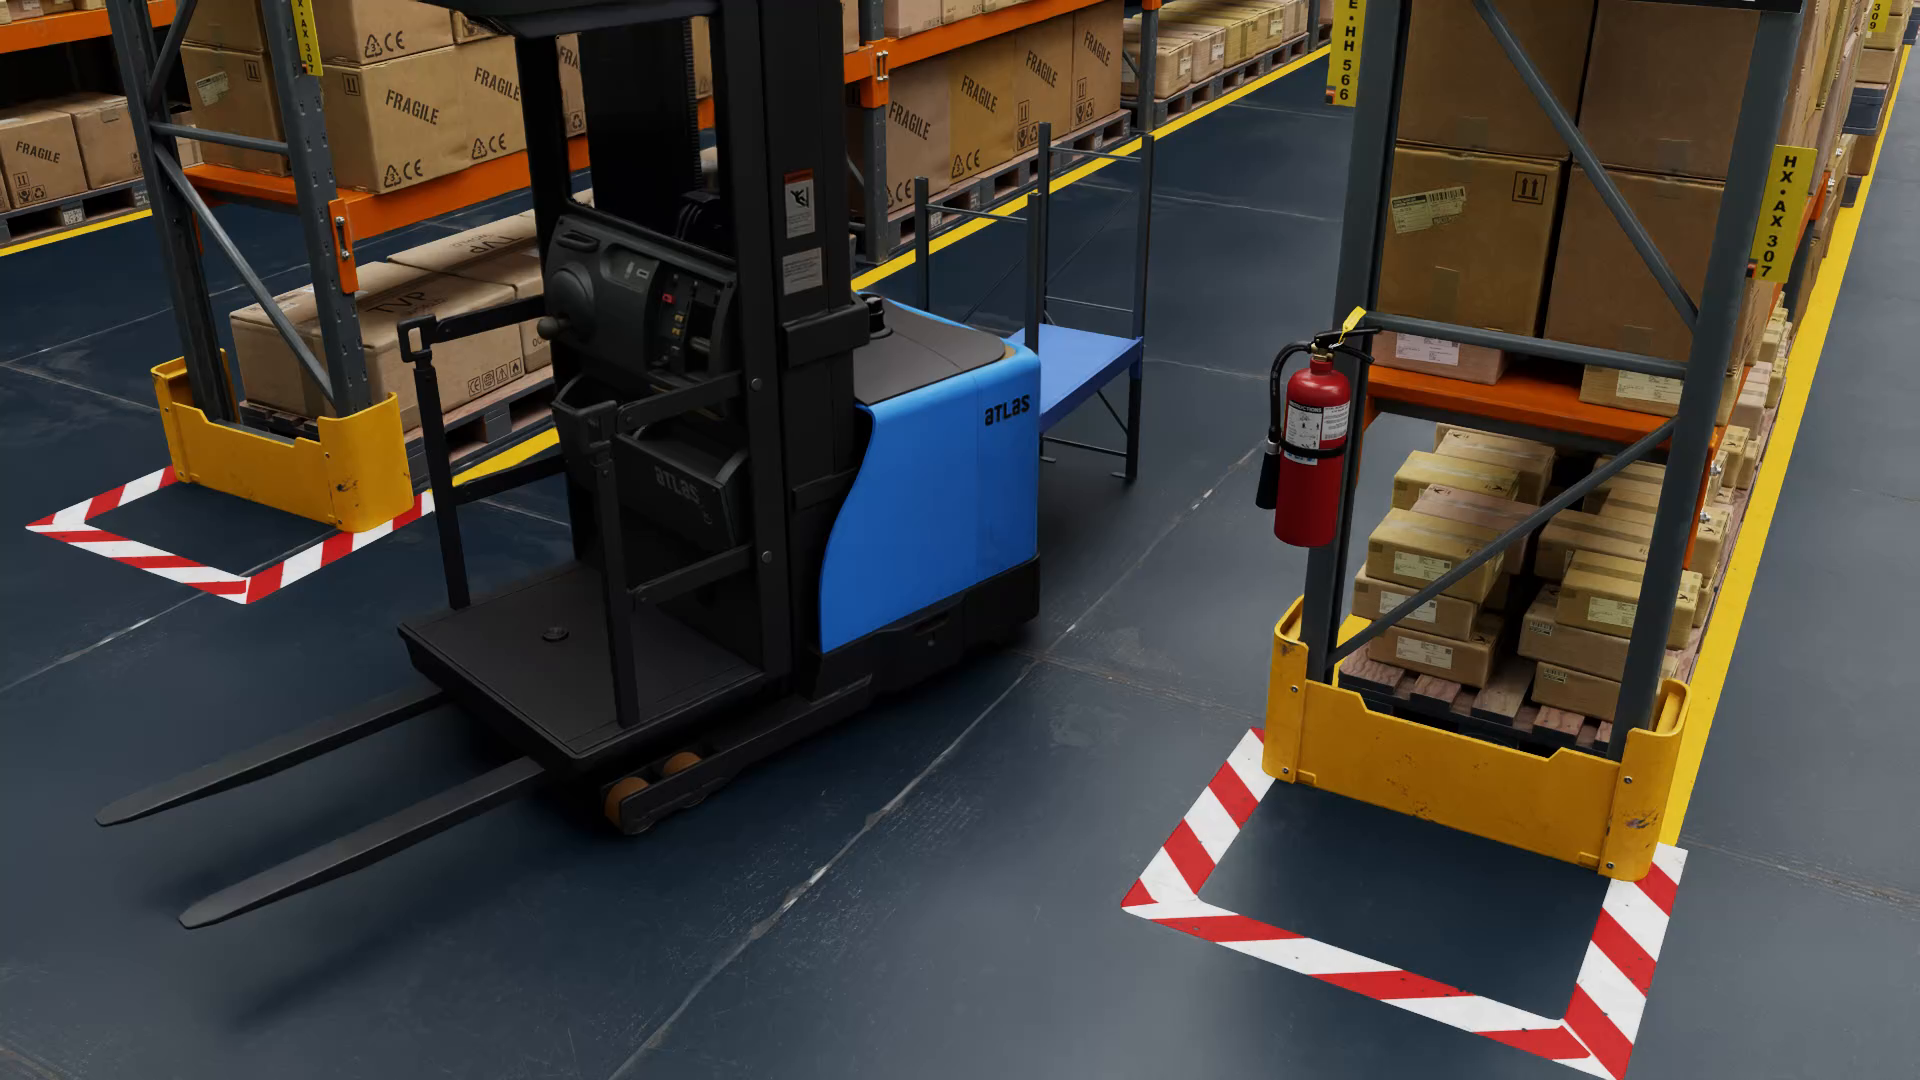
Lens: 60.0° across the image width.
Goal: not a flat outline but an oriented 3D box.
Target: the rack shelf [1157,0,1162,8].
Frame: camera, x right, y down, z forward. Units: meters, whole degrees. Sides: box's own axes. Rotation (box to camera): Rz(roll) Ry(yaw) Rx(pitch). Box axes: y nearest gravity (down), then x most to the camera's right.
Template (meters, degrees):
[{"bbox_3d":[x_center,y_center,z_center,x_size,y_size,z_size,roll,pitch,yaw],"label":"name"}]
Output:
[{"bbox_3d":[2.054,-5.139,14.468,1.077,0.370,4.000,14,30,26],"label":"rack shelf"}]

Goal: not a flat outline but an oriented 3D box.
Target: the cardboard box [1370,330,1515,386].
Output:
[{"bbox_3d":[1.408,-0.590,4.857,0.380,0.149,0.250,14,30,26],"label":"cardboard box"}]

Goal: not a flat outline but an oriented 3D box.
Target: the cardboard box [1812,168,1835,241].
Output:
[{"bbox_3d":[4.055,-1.707,8.294,0.500,0.250,0.500,13,29,24],"label":"cardboard box"}]

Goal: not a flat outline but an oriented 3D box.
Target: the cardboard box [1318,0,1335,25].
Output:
[{"bbox_3d":[3.563,-5.369,16.726,0.500,0.250,0.500,13,29,24],"label":"cardboard box"}]

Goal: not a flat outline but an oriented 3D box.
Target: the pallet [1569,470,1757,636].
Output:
[{"bbox_3d":[2.563,-0.078,6.669,1.003,0.211,1.213,14,30,26],"label":"pallet"}]

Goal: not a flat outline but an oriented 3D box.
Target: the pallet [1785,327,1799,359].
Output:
[{"bbox_3d":[3.843,-1.128,8.768,1.003,0.211,1.213,14,30,26],"label":"pallet"}]

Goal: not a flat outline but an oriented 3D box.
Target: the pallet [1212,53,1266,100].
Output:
[{"bbox_3d":[2.057,-4.212,14.928,1.003,0.211,1.213,14,30,26],"label":"pallet"}]

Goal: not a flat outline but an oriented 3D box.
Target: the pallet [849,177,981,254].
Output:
[{"bbox_3d":[-0.584,-2.192,10.894,1.003,0.211,1.213,14,30,26],"label":"pallet"}]

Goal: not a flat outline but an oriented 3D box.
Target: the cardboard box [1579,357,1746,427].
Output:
[{"bbox_3d":[1.939,-0.454,4.587,0.380,0.149,0.250,14,30,26],"label":"cardboard box"}]

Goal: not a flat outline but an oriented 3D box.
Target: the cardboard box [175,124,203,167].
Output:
[{"bbox_3d":[-5.415,-2.758,11.494,0.396,0.266,0.258,15,30,28],"label":"cardboard box"}]

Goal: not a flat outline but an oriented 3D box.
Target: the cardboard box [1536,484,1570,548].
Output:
[{"bbox_3d":[1.981,-0.112,6.006,0.380,0.149,0.250,14,30,25],"label":"cardboard box"}]

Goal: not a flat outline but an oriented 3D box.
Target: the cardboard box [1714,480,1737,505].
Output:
[{"bbox_3d":[2.780,-0.165,6.444,0.380,0.149,0.250,14,30,26],"label":"cardboard box"}]

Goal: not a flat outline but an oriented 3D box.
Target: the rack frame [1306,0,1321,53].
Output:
[{"bbox_3d":[3.038,-6.240,15.864,1.000,3.000,0.127,14,30,26],"label":"rack frame"}]

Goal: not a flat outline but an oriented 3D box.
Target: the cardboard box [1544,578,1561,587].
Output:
[{"bbox_3d":[2.202,0.085,5.613,0.380,0.149,0.250,15,30,27],"label":"cardboard box"}]

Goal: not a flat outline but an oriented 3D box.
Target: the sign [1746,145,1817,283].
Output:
[{"bbox_3d":[1.966,-0.780,3.991,0.100,0.325,0.005,14,30,26],"label":"sign"}]

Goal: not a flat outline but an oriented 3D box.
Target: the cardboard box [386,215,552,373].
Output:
[{"bbox_3d":[-2.185,-1.243,8.275,0.875,0.438,0.875,15,30,27],"label":"cardboard box"}]

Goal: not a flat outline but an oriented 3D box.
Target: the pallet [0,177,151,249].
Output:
[{"bbox_3d":[-6.159,-2.222,10.953,1.003,0.211,1.213,14,30,26],"label":"pallet"}]

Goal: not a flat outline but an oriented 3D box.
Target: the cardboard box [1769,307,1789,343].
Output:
[{"bbox_3d":[3.422,-0.946,7.340,0.380,0.149,0.250,15,30,27],"label":"cardboard box"}]

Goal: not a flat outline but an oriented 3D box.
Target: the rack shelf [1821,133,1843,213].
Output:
[{"bbox_3d":[4.445,-2.529,9.255,1.077,0.370,4.000,14,30,26],"label":"rack shelf"}]

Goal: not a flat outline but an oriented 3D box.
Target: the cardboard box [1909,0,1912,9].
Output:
[{"bbox_3d":[4.566,-2.741,8.355,0.380,0.149,0.250,16,31,28],"label":"cardboard box"}]

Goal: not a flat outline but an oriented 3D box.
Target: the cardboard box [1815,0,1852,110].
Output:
[{"bbox_3d":[2.464,-1.650,5.134,0.500,0.500,0.500,13,30,25],"label":"cardboard box"}]

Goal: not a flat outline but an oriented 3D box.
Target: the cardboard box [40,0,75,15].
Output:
[{"bbox_3d":[-5.852,-3.431,10.533,0.380,0.149,0.250,15,30,27],"label":"cardboard box"}]

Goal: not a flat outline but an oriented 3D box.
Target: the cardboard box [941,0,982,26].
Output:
[{"bbox_3d":[-0.198,-3.370,10.300,0.500,0.250,0.500,13,30,25],"label":"cardboard box"}]

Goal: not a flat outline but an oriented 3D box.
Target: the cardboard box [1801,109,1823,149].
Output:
[{"bbox_3d":[2.448,-1.207,5.366,0.500,0.500,0.500,15,30,27],"label":"cardboard box"}]

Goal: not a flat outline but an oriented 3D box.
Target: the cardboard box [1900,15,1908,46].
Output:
[{"bbox_3d":[4.563,-2.602,8.408,0.380,0.149,0.250,13,29,24],"label":"cardboard box"}]

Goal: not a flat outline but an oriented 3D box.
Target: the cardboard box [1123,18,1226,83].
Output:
[{"bbox_3d":[1.713,-4.201,14.258,0.950,0.372,0.625,14,30,25],"label":"cardboard box"}]

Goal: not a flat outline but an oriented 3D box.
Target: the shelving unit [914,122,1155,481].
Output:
[{"bbox_3d":[0.305,-0.790,6.653,0.538,1.500,1.048,14,30,25],"label":"shelving unit"}]

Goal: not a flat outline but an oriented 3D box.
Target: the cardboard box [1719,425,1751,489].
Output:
[{"bbox_3d":[2.678,-0.338,6.126,0.380,0.149,0.250,15,30,27],"label":"cardboard box"}]

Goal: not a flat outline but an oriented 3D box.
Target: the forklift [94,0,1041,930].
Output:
[{"bbox_3d":[-1.121,-0.691,4.856,3.031,2.935,1.130,-23,35,-38],"label":"forklift"}]

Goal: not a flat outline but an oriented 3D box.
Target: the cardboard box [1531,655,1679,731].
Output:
[{"bbox_3d":[2.030,0.441,5.234,0.380,0.149,0.250,15,30,27],"label":"cardboard box"}]

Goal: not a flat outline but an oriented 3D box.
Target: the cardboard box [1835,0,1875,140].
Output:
[{"bbox_3d":[3.470,-1.998,6.947,0.500,0.500,0.500,14,30,26],"label":"cardboard box"}]

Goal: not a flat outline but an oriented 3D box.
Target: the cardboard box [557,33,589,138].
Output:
[{"bbox_3d":[-1.889,-2.129,7.541,0.500,0.500,0.500,14,30,26],"label":"cardboard box"}]

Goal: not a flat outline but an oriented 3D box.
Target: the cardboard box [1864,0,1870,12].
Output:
[{"bbox_3d":[3.466,-2.454,6.739,0.500,0.500,0.500,13,29,24],"label":"cardboard box"}]

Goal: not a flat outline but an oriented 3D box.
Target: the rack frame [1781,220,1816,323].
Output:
[{"bbox_3d":[3.462,-2.071,7.537,1.000,3.000,0.127,14,30,26],"label":"rack frame"}]

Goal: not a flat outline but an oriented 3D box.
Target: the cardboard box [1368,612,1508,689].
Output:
[{"bbox_3d":[1.571,0.323,5.469,0.380,0.149,0.250,15,30,27],"label":"cardboard box"}]

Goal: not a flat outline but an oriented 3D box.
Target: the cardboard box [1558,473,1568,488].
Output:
[{"bbox_3d":[2.147,-0.198,6.509,0.380,0.149,0.250,15,30,27],"label":"cardboard box"}]

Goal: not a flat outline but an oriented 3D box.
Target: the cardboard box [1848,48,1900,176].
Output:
[{"bbox_3d":[5.807,-3.030,11.495,1.050,0.750,0.750,14,30,25],"label":"cardboard box"}]

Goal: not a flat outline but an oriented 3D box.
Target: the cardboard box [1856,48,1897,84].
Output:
[{"bbox_3d":[4.056,-2.199,7.604,0.380,0.149,0.250,13,29,24],"label":"cardboard box"}]

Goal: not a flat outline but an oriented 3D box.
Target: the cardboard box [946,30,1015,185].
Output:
[{"bbox_3d":[-0.225,-2.973,11.242,0.875,0.875,0.875,15,30,28],"label":"cardboard box"}]

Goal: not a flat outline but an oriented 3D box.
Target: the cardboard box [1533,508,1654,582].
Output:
[{"bbox_3d":[2.078,0.045,5.360,0.380,0.149,0.250,15,30,27],"label":"cardboard box"}]

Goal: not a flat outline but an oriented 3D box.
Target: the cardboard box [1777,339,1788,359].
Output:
[{"bbox_3d":[3.461,-0.817,7.414,0.380,0.149,0.250,13,29,24],"label":"cardboard box"}]

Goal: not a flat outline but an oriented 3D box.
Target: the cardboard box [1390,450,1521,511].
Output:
[{"bbox_3d":[1.724,-0.168,5.785,0.380,0.149,0.250,13,30,25],"label":"cardboard box"}]

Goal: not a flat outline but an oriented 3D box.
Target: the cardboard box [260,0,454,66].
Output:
[{"bbox_3d":[-2.381,-2.179,6.524,0.500,0.500,0.500,13,30,25],"label":"cardboard box"}]

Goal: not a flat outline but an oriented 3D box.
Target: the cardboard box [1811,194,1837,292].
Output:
[{"bbox_3d":[4.315,-1.578,8.874,0.500,0.500,0.500,16,31,28],"label":"cardboard box"}]

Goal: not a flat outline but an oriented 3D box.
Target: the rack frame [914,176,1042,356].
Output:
[{"bbox_3d":[0.061,-0.591,6.254,0.500,1.500,0.032,14,30,25],"label":"rack frame"}]
